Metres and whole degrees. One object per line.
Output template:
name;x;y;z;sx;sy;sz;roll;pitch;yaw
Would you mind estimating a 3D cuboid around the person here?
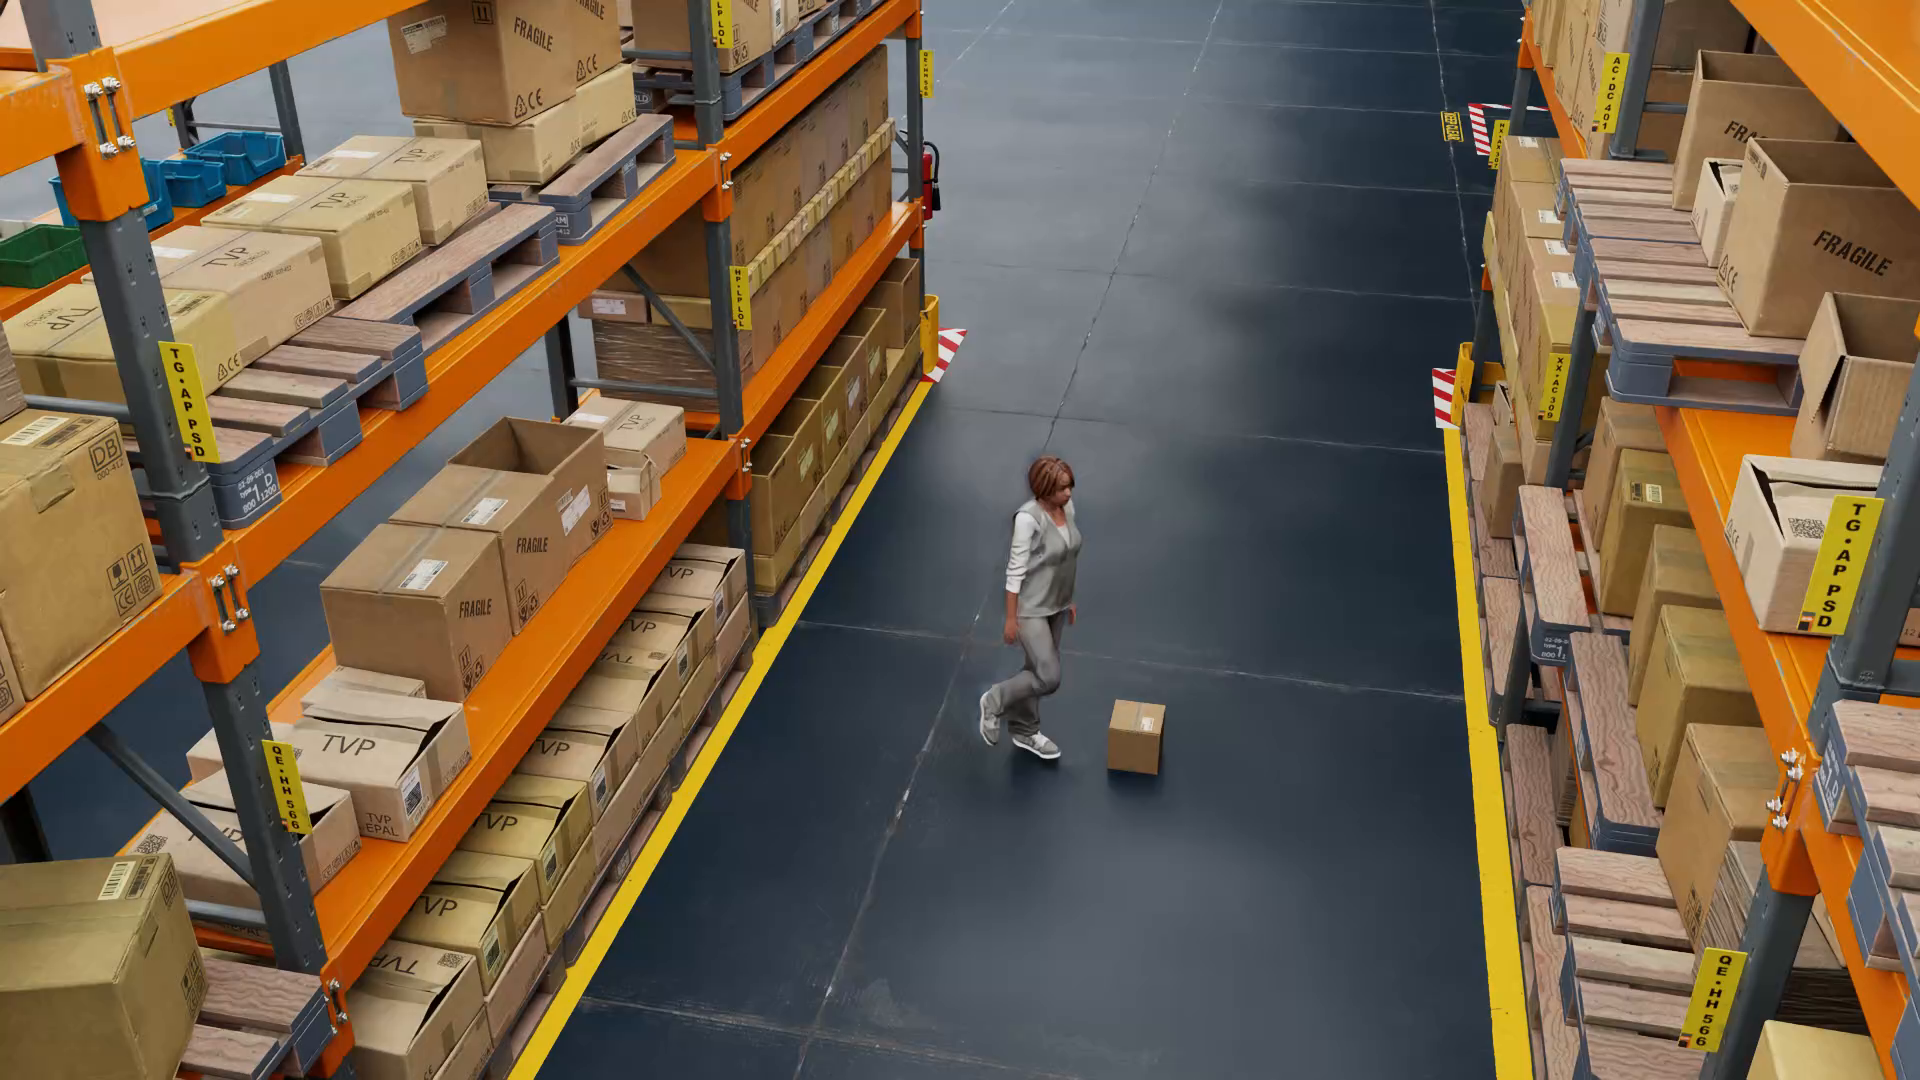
person;0.370;0.325;7.993;0.449;1.598;0.468;19;35;31
